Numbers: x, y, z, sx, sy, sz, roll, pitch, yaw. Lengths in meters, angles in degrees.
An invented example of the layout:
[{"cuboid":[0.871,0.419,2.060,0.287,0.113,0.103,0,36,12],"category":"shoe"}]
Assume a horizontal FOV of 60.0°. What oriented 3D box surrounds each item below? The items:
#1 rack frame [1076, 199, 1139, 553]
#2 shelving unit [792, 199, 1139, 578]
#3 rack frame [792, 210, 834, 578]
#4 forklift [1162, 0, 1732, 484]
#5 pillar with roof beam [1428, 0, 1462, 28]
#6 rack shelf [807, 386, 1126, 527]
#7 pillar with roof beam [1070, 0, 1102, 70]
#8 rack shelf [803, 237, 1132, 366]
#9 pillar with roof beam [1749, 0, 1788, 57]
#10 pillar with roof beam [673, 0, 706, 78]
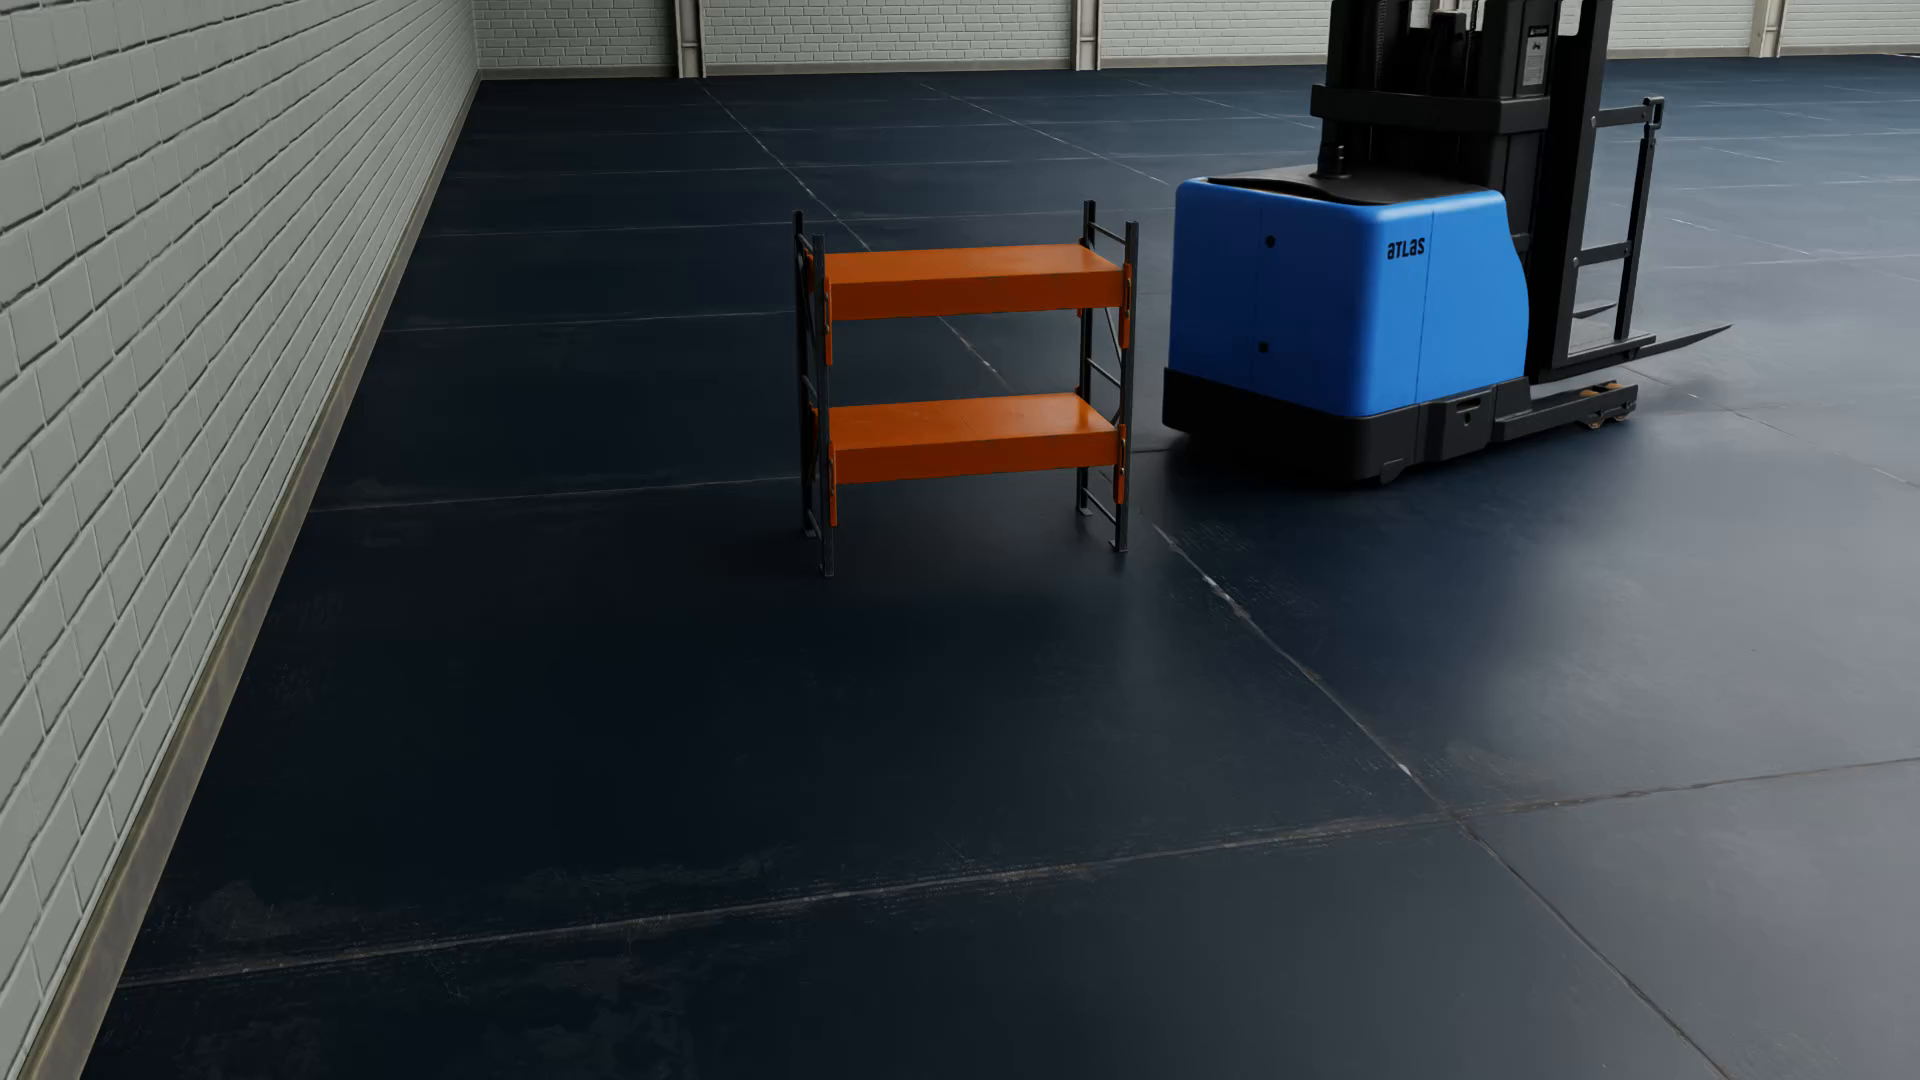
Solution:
[{"cuboid":[0.501,-0.569,5.732,0.032,1.125,0.500,-5,21,-12],"category":"rack frame"},{"cuboid":[0.007,-0.529,5.623,1.048,1.125,0.538,-5,21,-12],"category":"shelving unit"},{"cuboid":[-0.488,-0.488,5.513,0.032,1.125,0.500,-5,21,-12],"category":"rack frame"},{"cuboid":[2.318,-1.979,6.955,3.031,2.935,1.130,-15,25,-35],"category":"forklift"},{"cuboid":[8.754,-10.494,21.380,0.400,9.000,9.100,-5,21,-12],"category":"pillar with roof beam"},{"cuboid":[0.007,-0.299,5.707,1.000,0.278,0.538,-5,21,-12],"category":"rack shelf"},{"cuboid":[2.915,-10.019,20.084,0.400,9.000,9.100,-5,21,-12],"category":"pillar with roof beam"},{"cuboid":[0.007,-0.804,5.522,1.000,0.278,0.538,-5,21,-12],"category":"rack shelf"},{"cuboid":[14.593,-10.969,22.677,0.400,9.000,9.100,-5,21,-12],"category":"pillar with roof beam"},{"cuboid":[-2.924,-9.545,18.788,0.400,9.000,9.100,-5,21,-12],"category":"pillar with roof beam"}]
